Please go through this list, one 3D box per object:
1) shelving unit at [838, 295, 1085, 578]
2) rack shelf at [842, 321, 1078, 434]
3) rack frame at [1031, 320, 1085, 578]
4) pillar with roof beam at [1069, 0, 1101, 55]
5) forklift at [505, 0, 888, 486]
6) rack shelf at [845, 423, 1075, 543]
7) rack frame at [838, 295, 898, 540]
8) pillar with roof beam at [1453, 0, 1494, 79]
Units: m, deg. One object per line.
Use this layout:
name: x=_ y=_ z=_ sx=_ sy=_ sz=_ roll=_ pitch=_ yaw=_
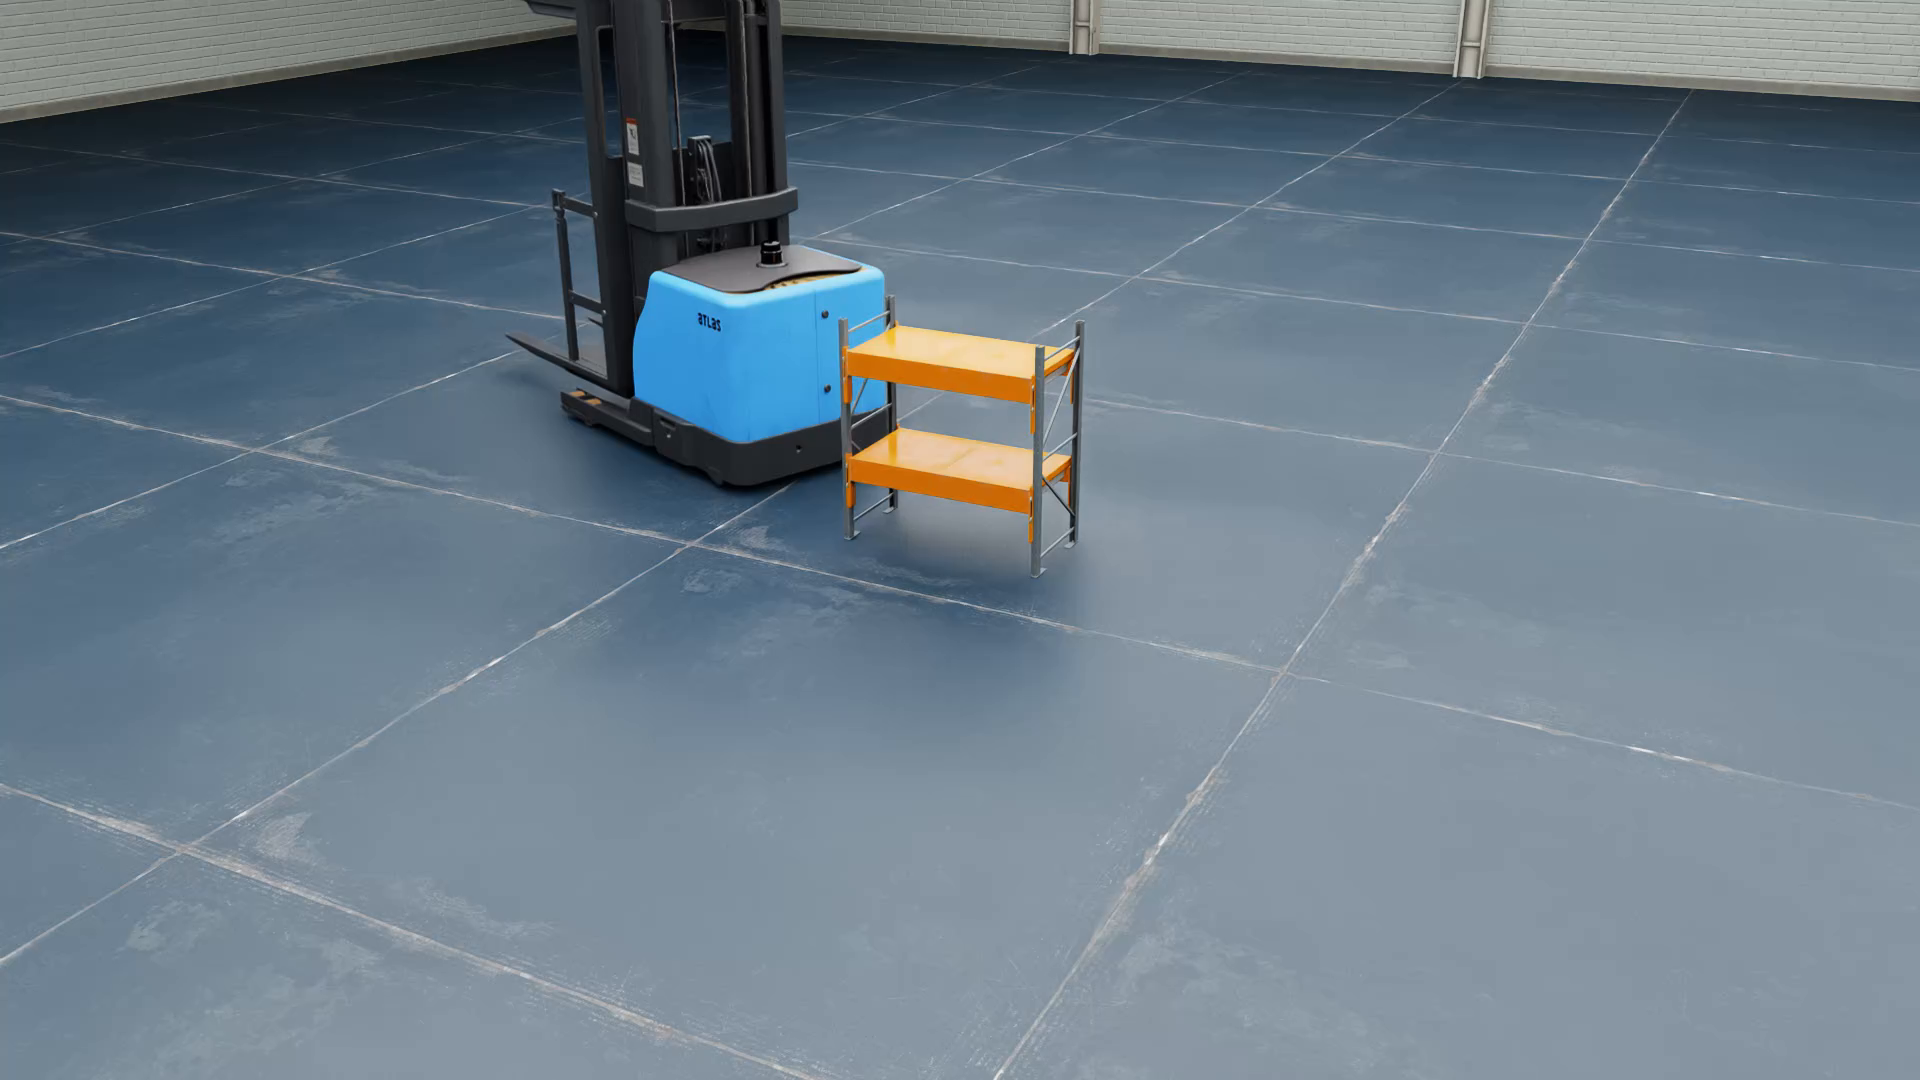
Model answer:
shelving unit: x=0.006 y=-0.516 z=8.027 sx=1.048 sy=1.125 sz=0.538 roll=11 pitch=25 yaw=25
rack shelf: x=0.006 y=-0.786 z=7.913 sx=1.000 sy=0.278 sz=0.538 roll=11 pitch=25 yaw=25
rack frame: x=0.460 y=-0.427 z=7.816 sx=0.032 sy=1.125 sz=0.500 roll=11 pitch=25 yaw=25
pillar with roof beam: x=0.031 y=-10.374 z=21.146 sx=0.400 sy=9.000 sz=9.100 roll=11 pitch=25 yaw=25
forklift: x=-1.734 y=-2.131 z=9.517 sx=1.130 sy=2.935 sz=3.031 roll=-19 pitch=29 yaw=-37
rack shelf: x=0.006 y=-0.291 z=8.123 sx=1.000 sy=0.278 sz=0.538 roll=11 pitch=25 yaw=25
rack frame: x=-0.448 y=-0.606 z=8.238 sx=0.032 sy=1.125 sz=0.500 roll=11 pitch=25 yaw=25
pillar with roof beam: x=5.386 y=-9.315 z=18.655 sx=0.400 sy=9.000 sz=9.100 roll=11 pitch=25 yaw=25
